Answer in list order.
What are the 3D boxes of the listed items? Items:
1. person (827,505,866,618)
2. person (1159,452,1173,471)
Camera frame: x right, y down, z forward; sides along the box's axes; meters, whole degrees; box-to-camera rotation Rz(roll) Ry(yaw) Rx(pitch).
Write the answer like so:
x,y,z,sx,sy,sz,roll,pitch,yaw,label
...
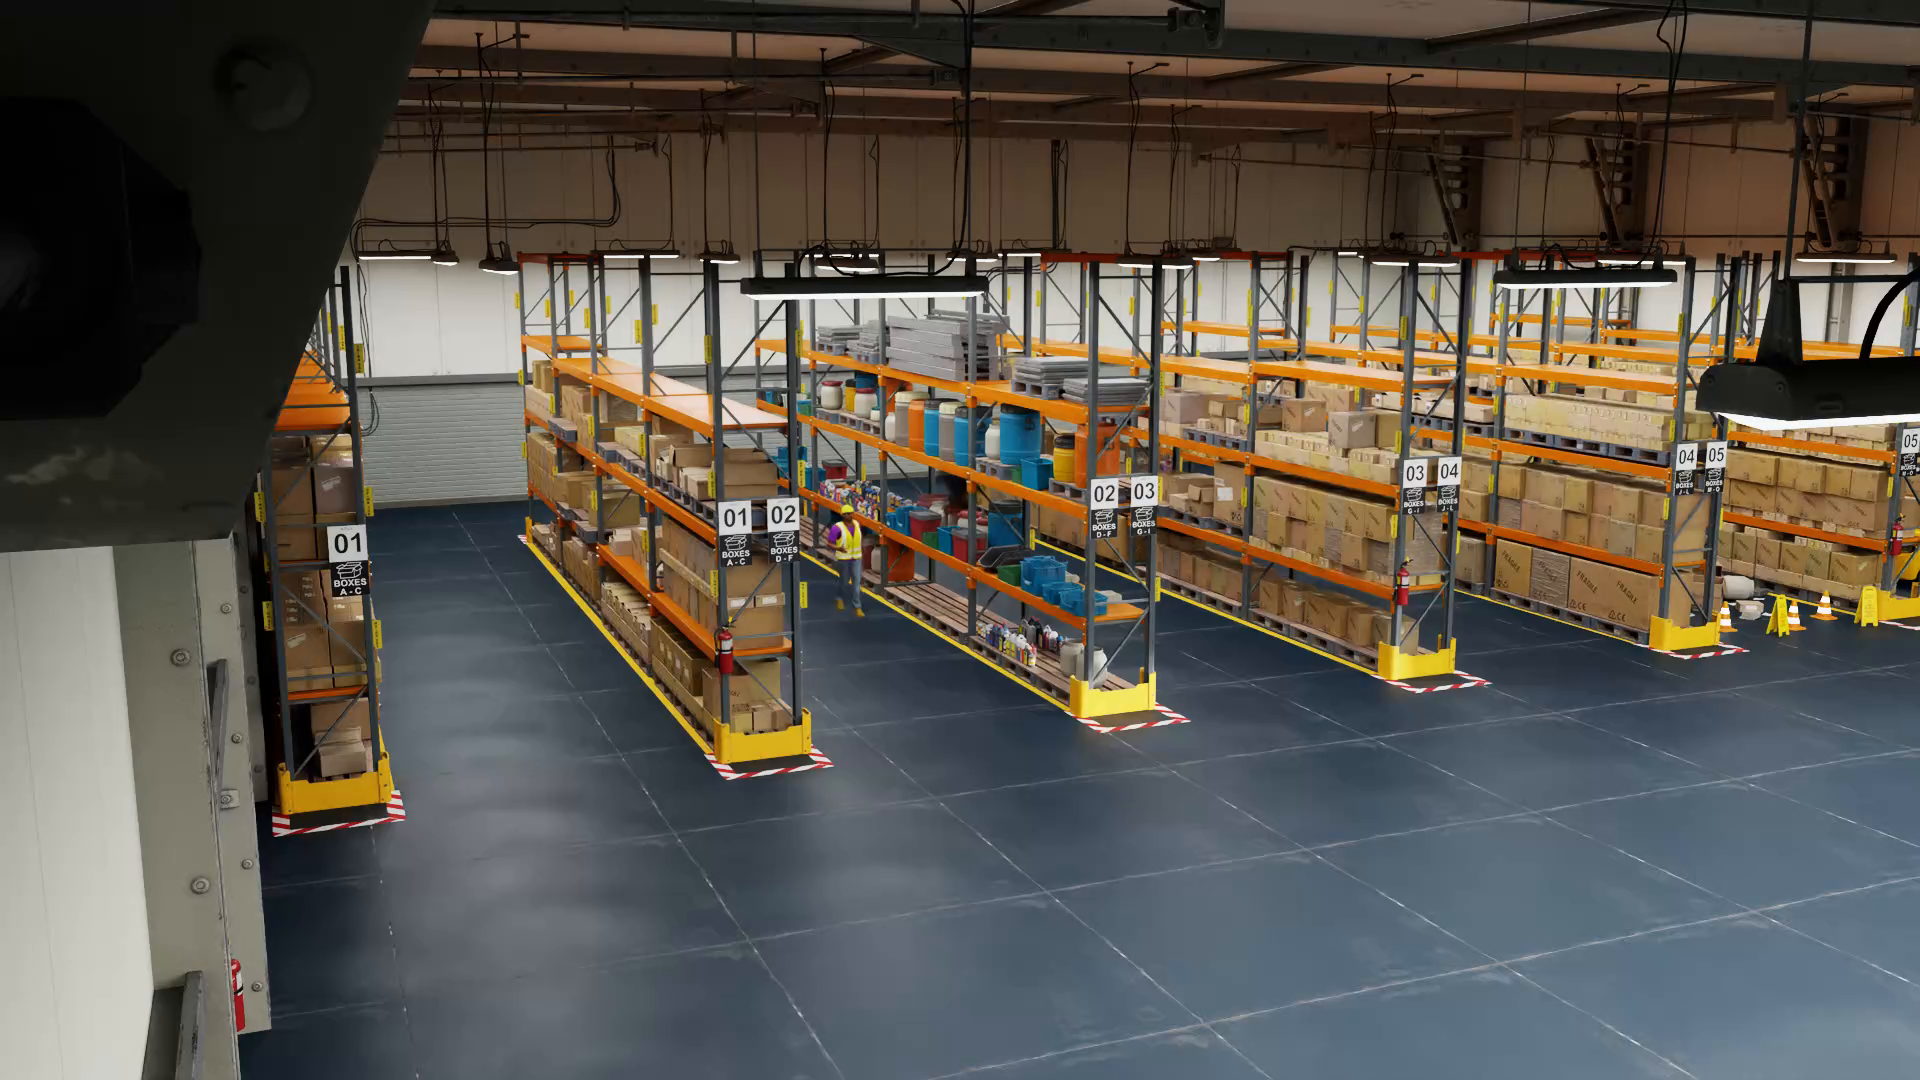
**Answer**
x,y,z,sx,sy,sz,roll,pitch,yaw,label
-1.789,0.315,26.775,0.700,1.782,0.887,-5,12,-28,person
4.605,-1.283,37.532,0.524,1.432,0.743,-6,12,-30,person
